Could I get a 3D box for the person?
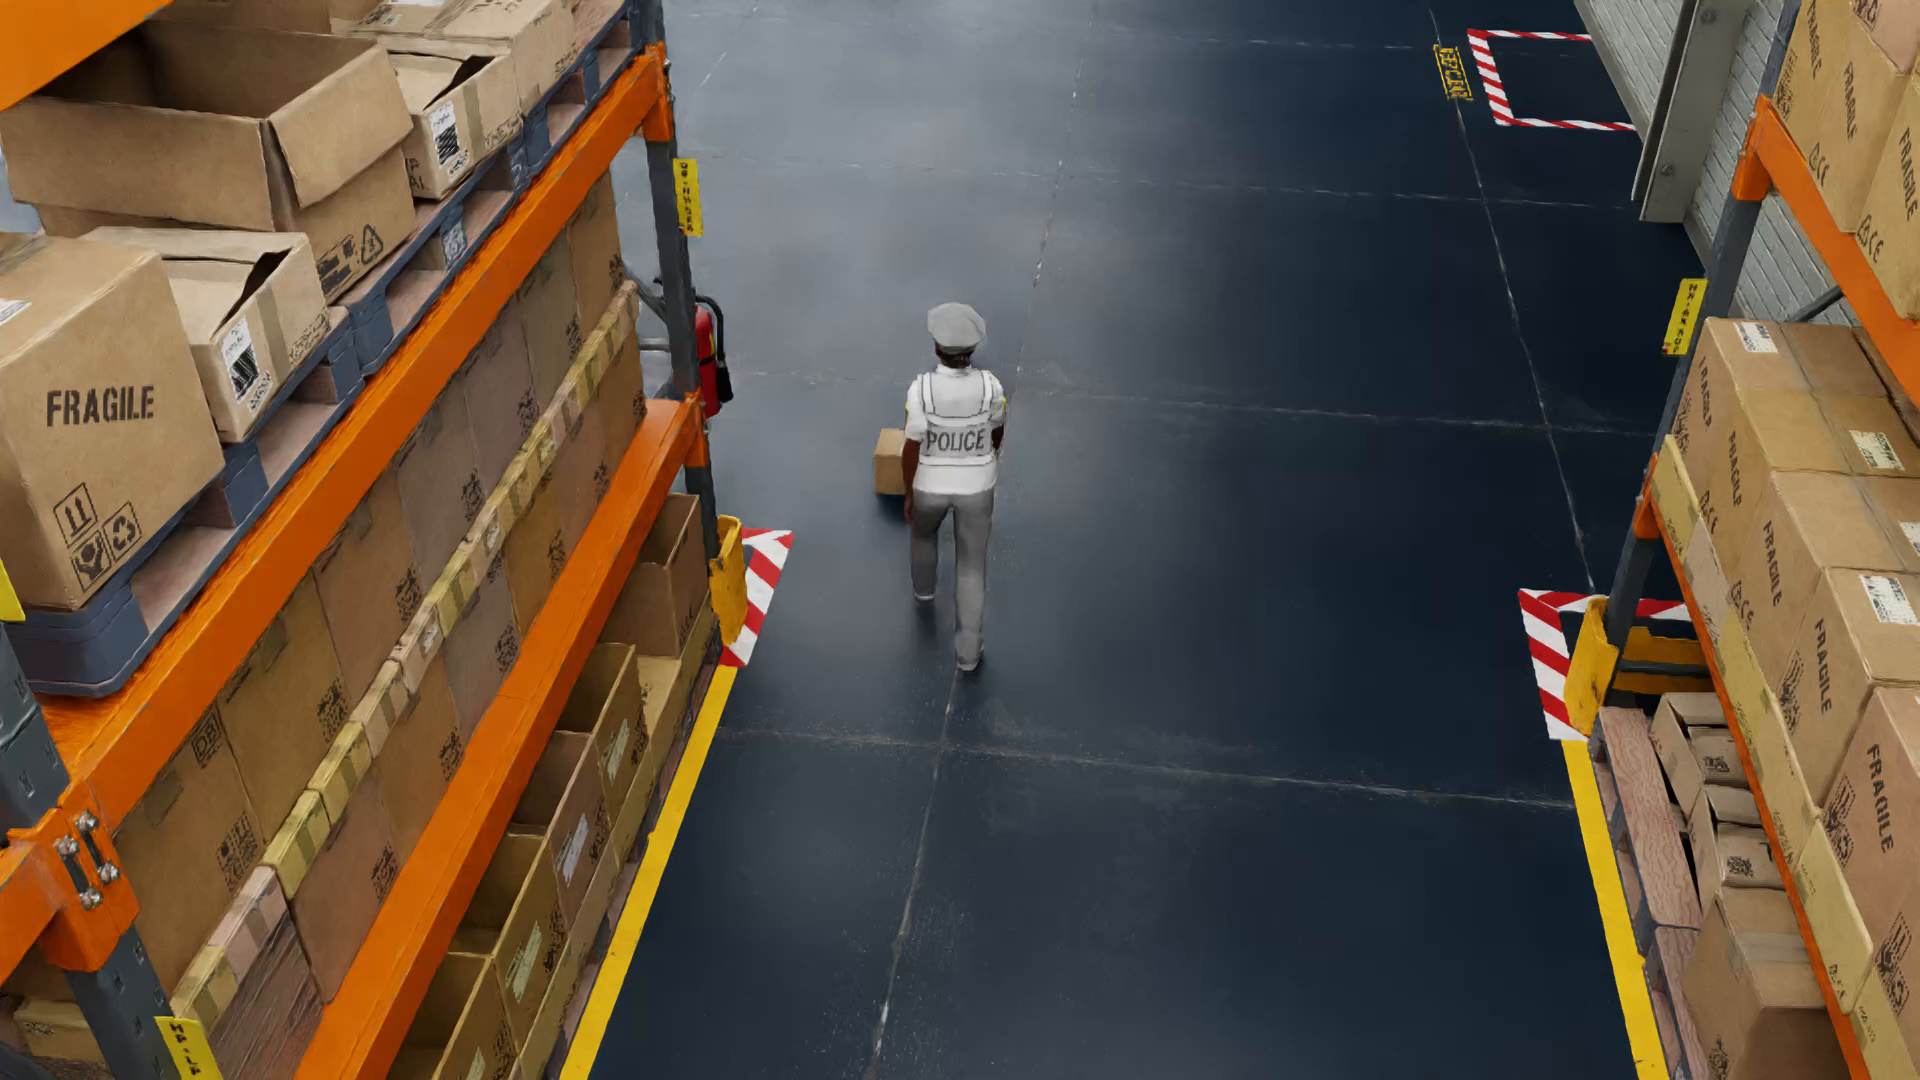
[{"bbox_3d":[-0.029,-0.287,7.401,0.451,1.651,0.792,-1,36,-1],"label":"person"}]
